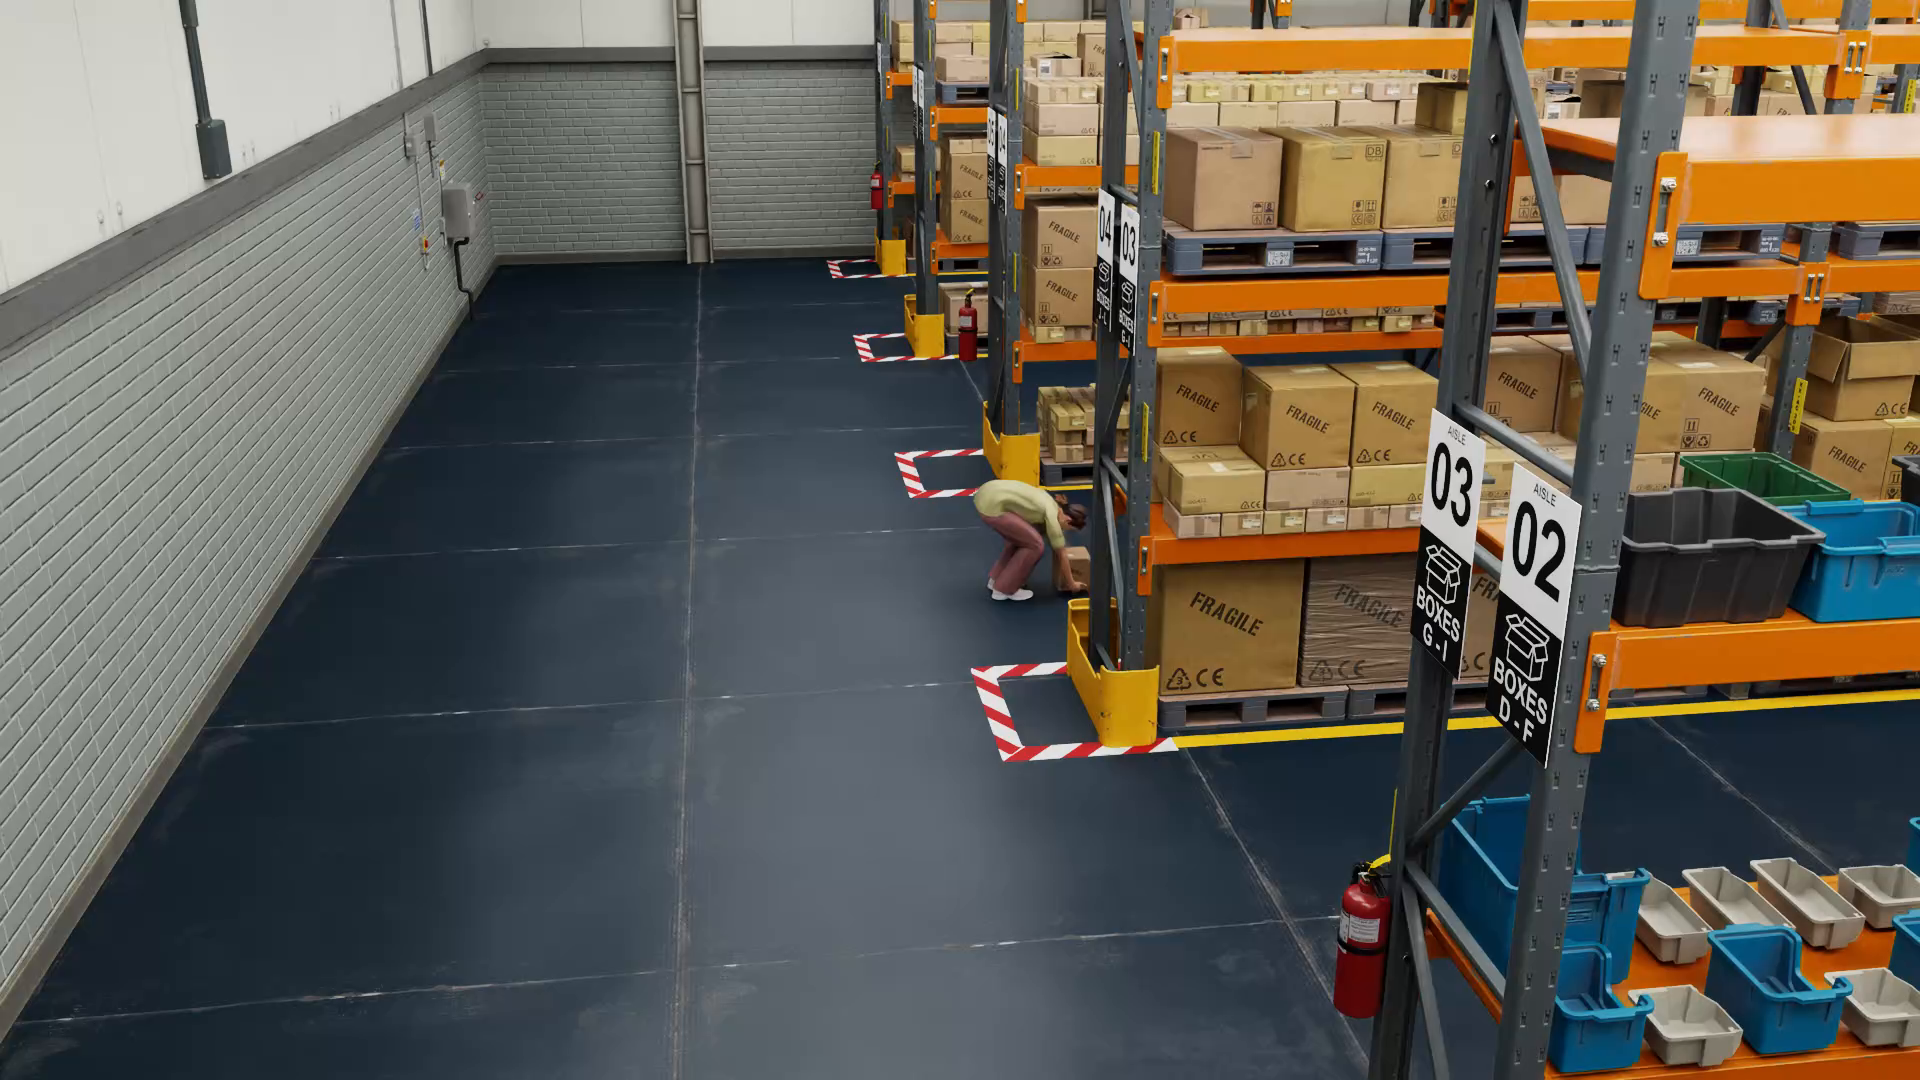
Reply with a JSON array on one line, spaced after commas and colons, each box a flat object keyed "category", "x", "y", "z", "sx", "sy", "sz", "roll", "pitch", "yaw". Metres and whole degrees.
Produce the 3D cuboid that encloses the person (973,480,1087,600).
[{"category": "person", "x": 0.524, "y": -0.025, "z": 12.304, "sx": 0.847, "sy": 0.877, "sz": 0.471, "roll": -4, "pitch": 20, "yaw": -10}]
